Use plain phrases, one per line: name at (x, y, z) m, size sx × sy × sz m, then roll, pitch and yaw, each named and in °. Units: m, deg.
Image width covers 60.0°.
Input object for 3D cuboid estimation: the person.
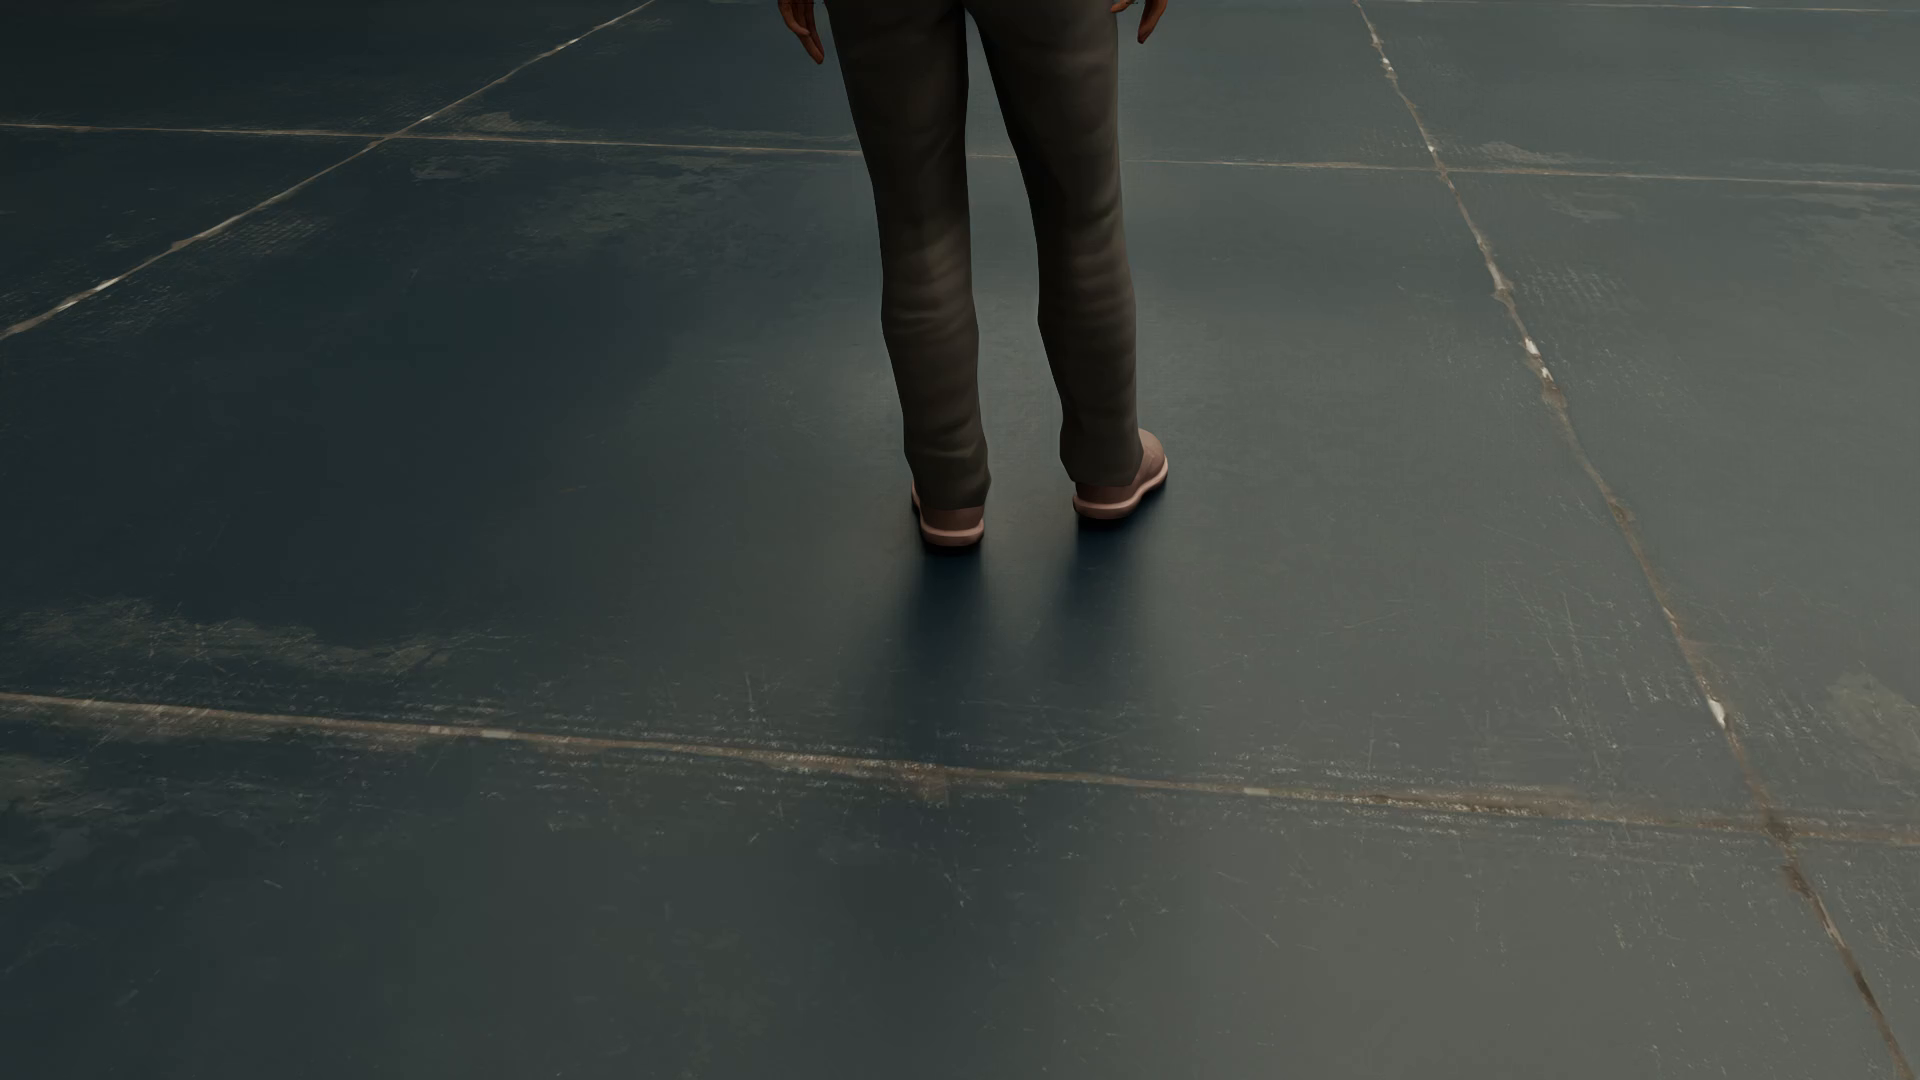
person at (0.031, -0.784, 2.203) m, size 0.570 × 1.656 × 0.503 m, roll 3°, pitch 27°, yaw 7°
